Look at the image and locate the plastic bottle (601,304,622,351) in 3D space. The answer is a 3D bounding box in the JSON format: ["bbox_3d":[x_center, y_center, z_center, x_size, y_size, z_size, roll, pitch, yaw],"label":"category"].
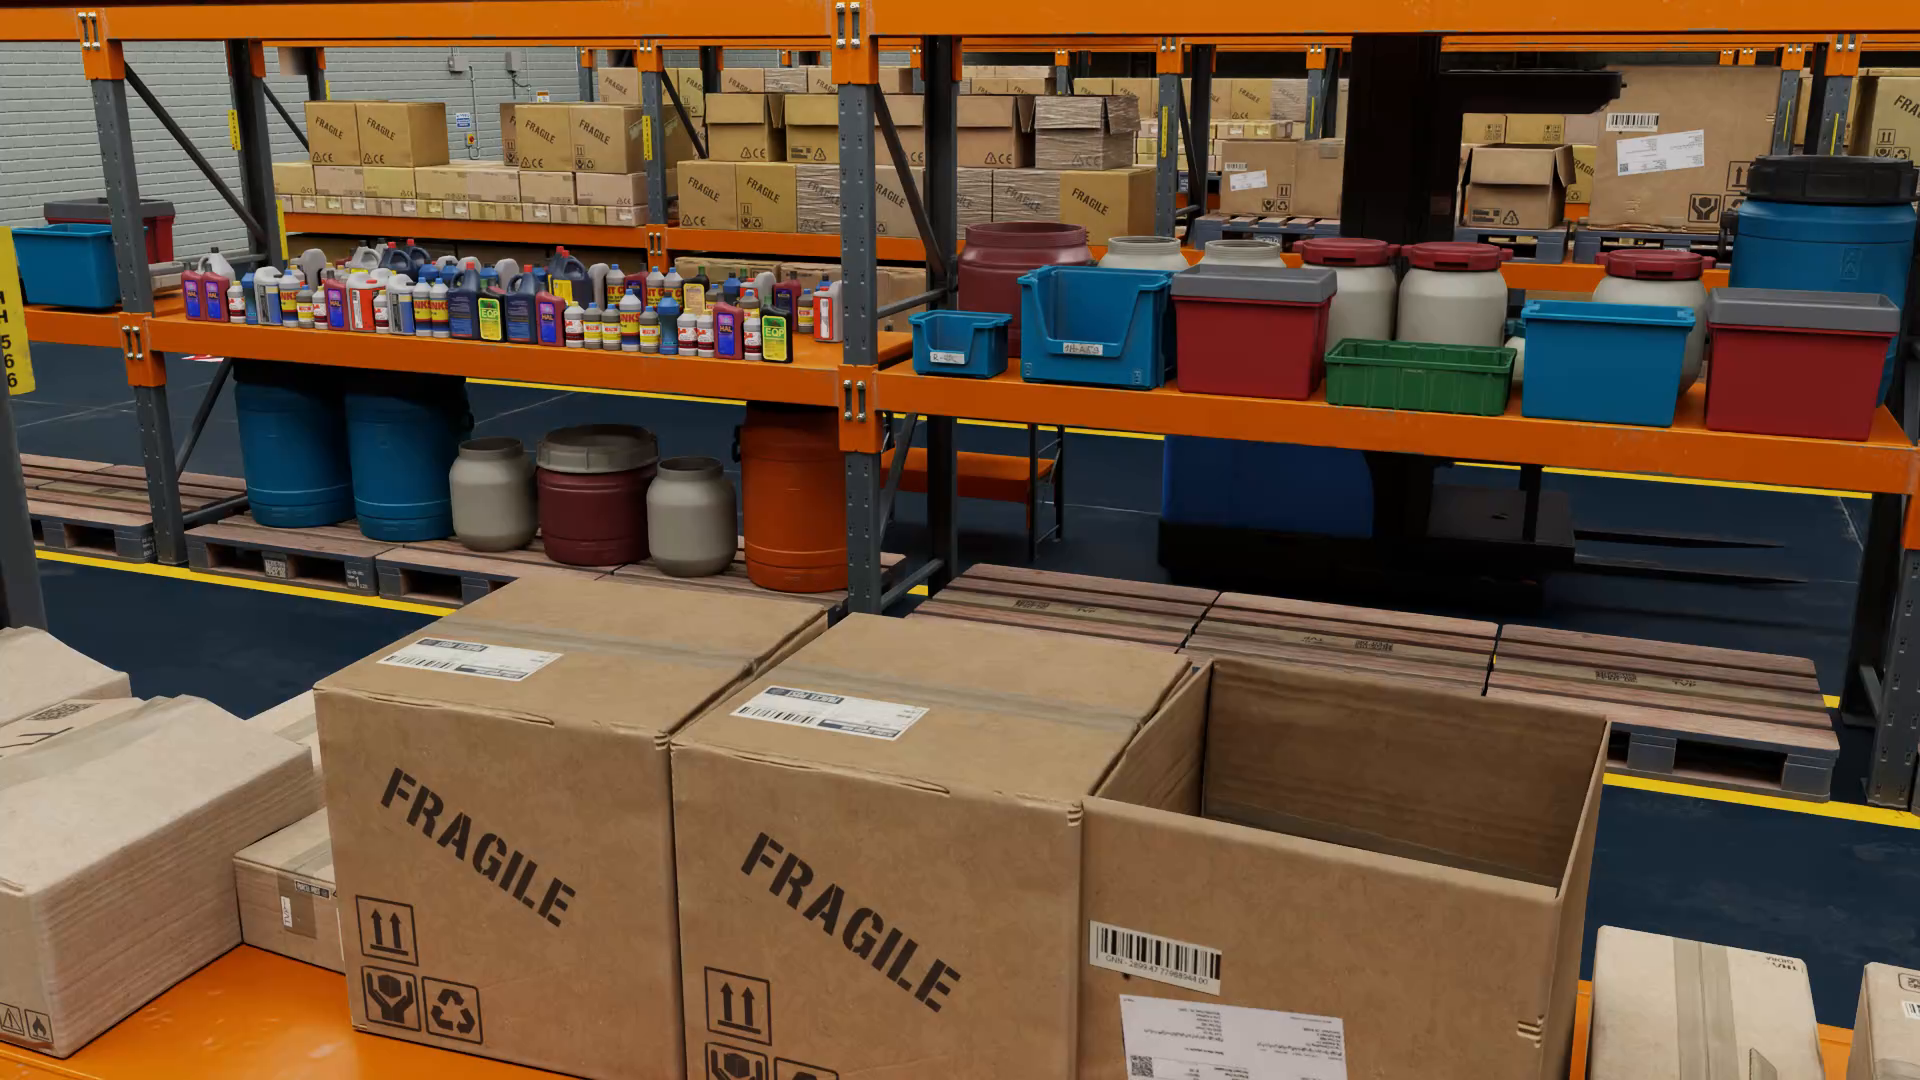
[{"bbox_3d":[-1.552,-0.952,7.430,0.097,0.201,0.097,0,16,0],"label":"plastic bottle"}]

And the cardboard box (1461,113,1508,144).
[{"bbox_3d":[4.843,-3.964,15.475,0.500,0.500,0.700,6,17,20],"label":"cardboard box"}]

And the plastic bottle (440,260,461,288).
[{"bbox_3d":[-2.581,-1.281,8.437,0.097,0.271,0.097,0,16,0],"label":"plastic bottle"}]

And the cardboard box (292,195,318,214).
[{"bbox_3d":[-5.428,-2.862,14.101,0.250,0.149,0.380,6,17,20],"label":"cardboard box"}]

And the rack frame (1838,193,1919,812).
[{"bbox_3d":[3.470,-0.618,5.922,0.127,3.000,1.000,6,17,21],"label":"rack frame"}]

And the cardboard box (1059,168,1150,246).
[{"bbox_3d":[1.016,-2.346,11.695,0.500,0.500,0.500,7,18,22],"label":"cardboard box"}]

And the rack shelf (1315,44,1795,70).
[{"bbox_3d":[5.341,-4.478,15.129,4.000,0.370,1.077,6,17,21],"label":"rack shelf"}]

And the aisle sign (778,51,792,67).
[{"bbox_3d":[-2.413,-6.881,22.832,0.004,0.787,0.394,6,17,21],"label":"aisle sign"}]

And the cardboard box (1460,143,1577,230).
[{"bbox_3d":[3.641,-2.307,10.802,0.637,0.503,0.797,8,18,26],"label":"cardboard box"}]

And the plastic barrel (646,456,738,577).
[{"bbox_3d":[-1.271,-0.114,7.896,0.421,0.512,0.421,0,16,0],"label":"plastic barrel"}]

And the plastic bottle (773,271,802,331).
[{"bbox_3d":[-0.824,-1.145,7.945,0.133,0.283,0.061,6,17,21],"label":"plastic bottle"}]

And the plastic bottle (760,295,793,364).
[{"bbox_3d":[-0.784,-0.902,7.109,0.133,0.283,0.061,6,17,21],"label":"plastic bottle"}]

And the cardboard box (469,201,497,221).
[{"bbox_3d":[-3.754,-2.678,13.468,0.250,0.149,0.380,6,17,20],"label":"cardboard box"}]

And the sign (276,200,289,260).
[{"bbox_3d":[-3.769,-1.712,9.193,0.005,0.325,0.100,6,17,21],"label":"sign"}]

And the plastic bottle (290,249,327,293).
[{"bbox_3d":[-3.487,-1.420,8.908,0.135,0.276,0.152,6,17,21],"label":"plastic bottle"}]

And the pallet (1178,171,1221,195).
[{"bbox_3d":[2.778,-3.541,16.334,1.003,0.211,1.213,6,17,21],"label":"pallet"}]

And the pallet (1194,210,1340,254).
[{"bbox_3d":[2.268,-2.174,11.627,1.003,0.211,1.213,6,17,21],"label":"pallet"}]

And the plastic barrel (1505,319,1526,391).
[{"bbox_3d":[2.295,-0.727,6.544,0.301,0.262,0.301,0,16,0],"label":"plastic barrel"}]

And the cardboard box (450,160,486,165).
[{"bbox_3d":[-4.382,-3.116,14.262,0.500,0.250,0.500,6,17,19],"label":"cardboard box"}]

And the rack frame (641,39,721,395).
[{"bbox_3d":[-2.155,-2.721,13.166,0.127,3.000,1.000,6,17,21],"label":"rack frame"}]

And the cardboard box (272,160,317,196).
[{"bbox_3d":[-5.528,-3.082,14.144,0.500,0.250,0.500,6,17,19],"label":"cardboard box"}]

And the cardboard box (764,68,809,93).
[{"bbox_3d":[-1.731,-4.753,17.661,0.500,0.500,0.500,7,18,22],"label":"cardboard box"}]

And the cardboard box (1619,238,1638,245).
[{"bbox_3d":[7.764,-3.538,19.941,0.625,0.372,0.950,7,18,24],"label":"cardboard box"}]

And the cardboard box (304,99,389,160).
[{"bbox_3d":[-5.326,-3.579,14.513,0.500,0.500,0.500,7,17,21],"label":"cardboard box"}]

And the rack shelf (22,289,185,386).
[{"bbox_3d":[-5.833,-1.295,9.546,4.000,0.370,1.077,6,17,21],"label":"rack shelf"}]

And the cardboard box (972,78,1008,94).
[{"bbox_3d":[0.472,-5.850,21.971,0.500,0.500,0.500,6,17,20],"label":"cardboard box"}]

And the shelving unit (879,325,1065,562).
[{"bbox_3d":[-0.006,-0.541,9.019,1.048,1.125,0.538,6,17,21],"label":"shelving unit"}]

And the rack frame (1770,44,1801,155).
[{"bbox_3d":[7.201,-3.178,14.742,0.127,3.000,1.000,6,17,21],"label":"rack frame"}]

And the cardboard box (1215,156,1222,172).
[{"bbox_3d":[2.622,-3.626,15.980,0.250,0.149,0.380,6,17,20],"label":"cardboard box"}]

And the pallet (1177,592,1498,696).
[{"bbox_3d":[1.586,0.527,6.981,1.213,0.211,1.003,6,17,21],"label":"pallet"}]

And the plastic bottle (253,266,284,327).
[{"bbox_3d":[-3.341,-1.193,8.126,0.135,0.276,0.152,6,17,21],"label":"plastic bottle"}]

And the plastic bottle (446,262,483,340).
[{"bbox_3d":[-2.276,-1.111,7.708,0.185,0.351,0.144,6,17,21],"label":"plastic bottle"}]

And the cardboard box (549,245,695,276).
[{"bbox_3d":[-2.739,-1.990,13.707,0.875,0.875,0.875,6,17,21],"label":"cardboard box"}]

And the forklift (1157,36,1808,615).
[{"bbox_3d":[2.584,-1.214,8.097,3.031,2.935,1.130,5,17,16],"label":"forklift"}]

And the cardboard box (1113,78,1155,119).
[{"bbox_3d":[2.269,-5.655,21.299,0.500,0.500,0.500,6,17,20],"label":"cardboard box"}]

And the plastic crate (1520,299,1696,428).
[{"bbox_3d":[2.330,-0.642,6.035,0.575,0.384,0.392,6,17,21],"label":"plastic crate"}]

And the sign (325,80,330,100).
[{"bbox_3d":[-5.664,-3.939,14.860,0.005,0.325,0.100,6,17,21],"label":"sign"}]

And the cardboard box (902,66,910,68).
[{"bbox_3d":[-0.584,-6.262,22.228,0.250,0.149,0.380,6,17,19],"label":"cardboard box"}]

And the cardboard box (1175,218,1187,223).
[{"bbox_3d":[2.456,-3.134,16.975,0.500,0.250,0.500,6,17,20],"label":"cardboard box"}]

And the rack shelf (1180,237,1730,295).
[{"bbox_3d":[3.427,-1.762,11.152,4.000,0.370,1.077,6,17,21],"label":"rack shelf"}]

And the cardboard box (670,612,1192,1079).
[{"bbox_3d":[-0.016,0.430,2.131,0.500,0.500,0.500,6,17,21],"label":"cardboard box"}]

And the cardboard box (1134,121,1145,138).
[{"bbox_3d":[1.654,-4.018,16.266,0.250,0.149,0.380,7,18,23],"label":"cardboard box"}]

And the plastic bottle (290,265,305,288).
[{"bbox_3d":[-3.515,-1.350,8.800,0.097,0.201,0.097,0,16,0],"label":"plastic bottle"}]

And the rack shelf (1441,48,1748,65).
[{"bbox_3d":[7.063,-5.772,19.587,4.000,0.370,1.077,6,17,21],"label":"rack shelf"}]

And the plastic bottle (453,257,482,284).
[{"bbox_3d":[-2.553,-1.317,8.554,0.135,0.276,0.152,6,17,21],"label":"plastic bottle"}]

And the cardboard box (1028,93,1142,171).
[{"bbox_3d":[0.892,-2.920,11.874,0.637,0.503,0.797,7,18,23],"label":"cardboard box"}]

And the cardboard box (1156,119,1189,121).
[{"bbox_3d":[2.145,-4.159,16.751,0.250,0.149,0.380,7,18,23],"label":"cardboard box"}]

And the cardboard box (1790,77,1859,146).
[{"bbox_3d":[7.532,-3.722,14.410,0.550,0.550,0.875,6,17,21],"label":"cardboard box"}]

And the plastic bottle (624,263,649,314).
[{"bbox_3d":[-1.593,-1.229,8.237,0.133,0.283,0.061,6,17,21],"label":"plastic bottle"}]

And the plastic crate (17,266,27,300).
[{"bbox_3d":[-5.112,-1.378,8.925,0.590,0.125,0.437,6,17,21],"label":"plastic crate"}]
